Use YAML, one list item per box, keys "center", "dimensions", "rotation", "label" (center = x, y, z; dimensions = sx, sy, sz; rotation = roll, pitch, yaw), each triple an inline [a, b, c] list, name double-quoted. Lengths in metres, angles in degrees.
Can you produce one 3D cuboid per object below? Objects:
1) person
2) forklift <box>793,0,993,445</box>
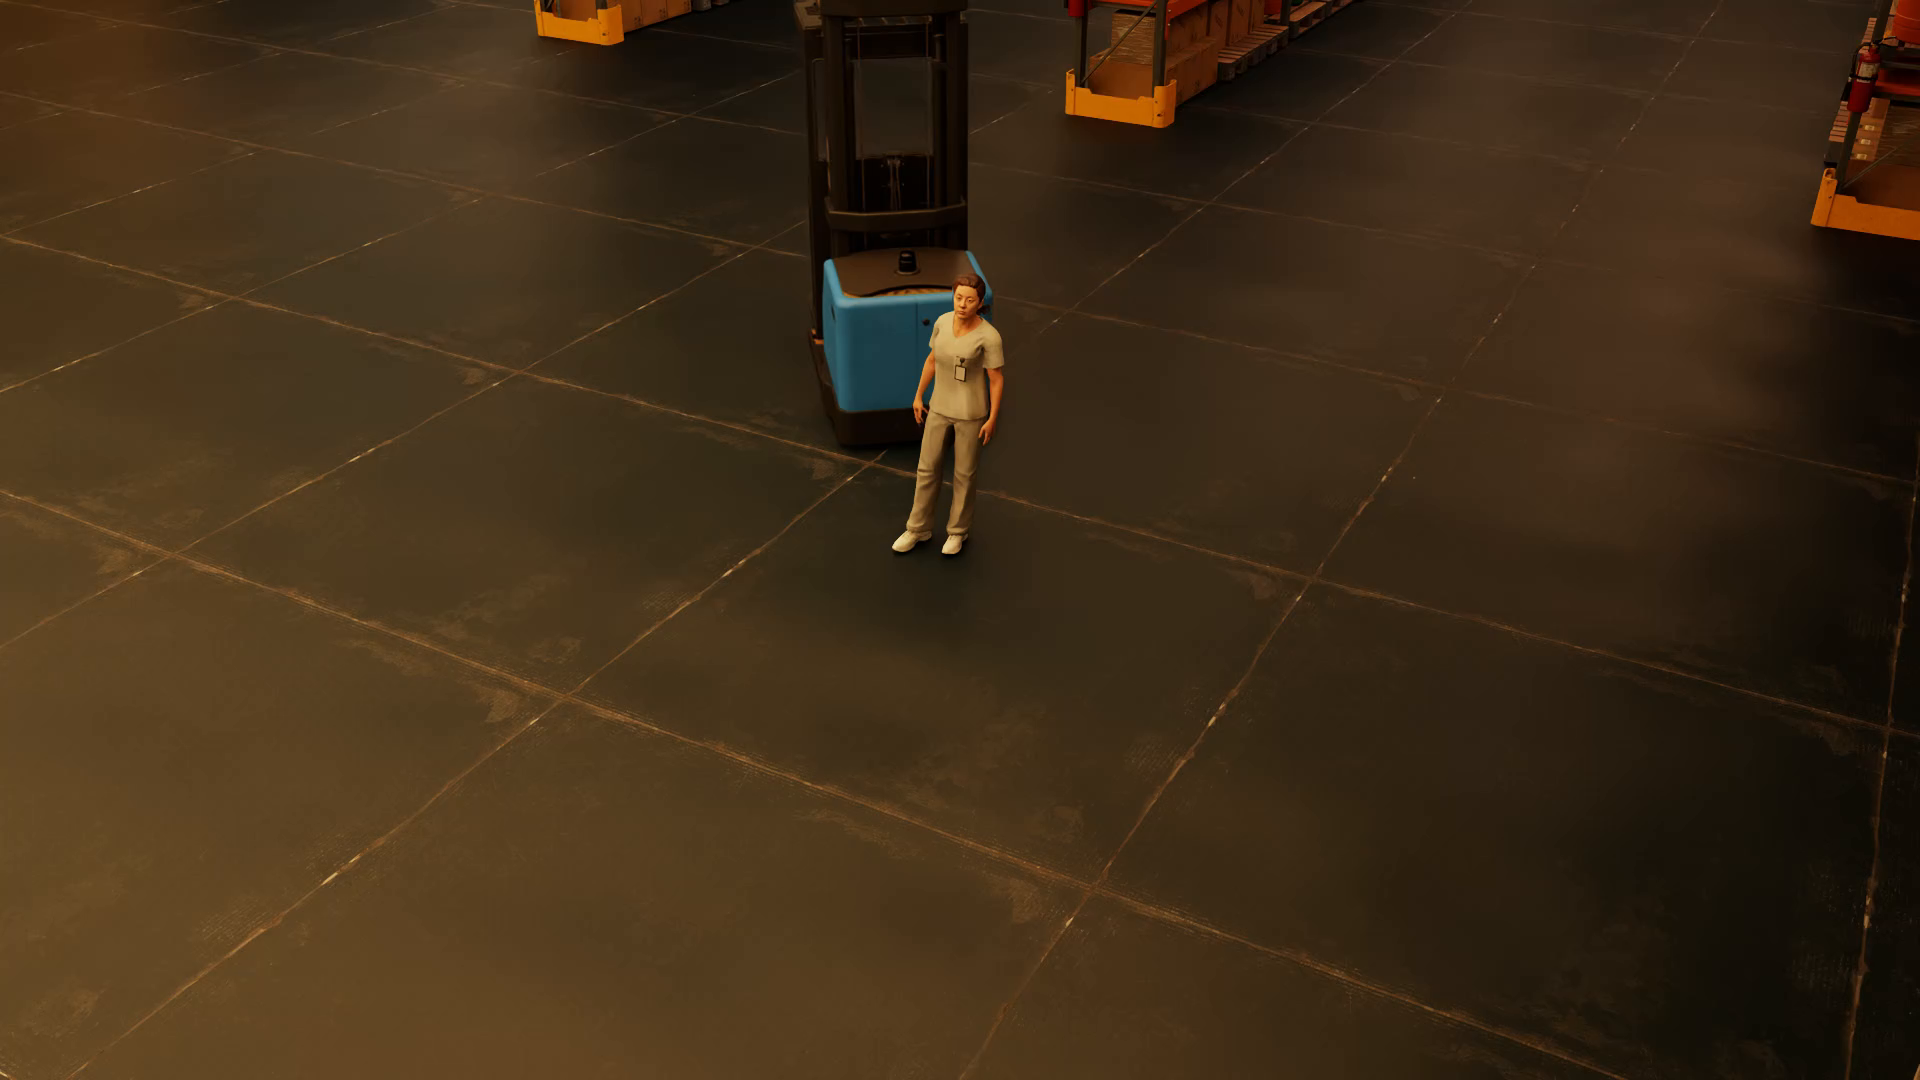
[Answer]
- center: [-0.048, -0.703, 9.530]
  dimensions: [0.549, 1.674, 0.548]
  rotation: [15, 33, 25]
  label: "person"
- center: [-0.532, -2.612, 11.596]
  dimensions: [1.130, 2.935, 3.031]
  rotation: [-5, 30, -9]
  label: "forklift"
